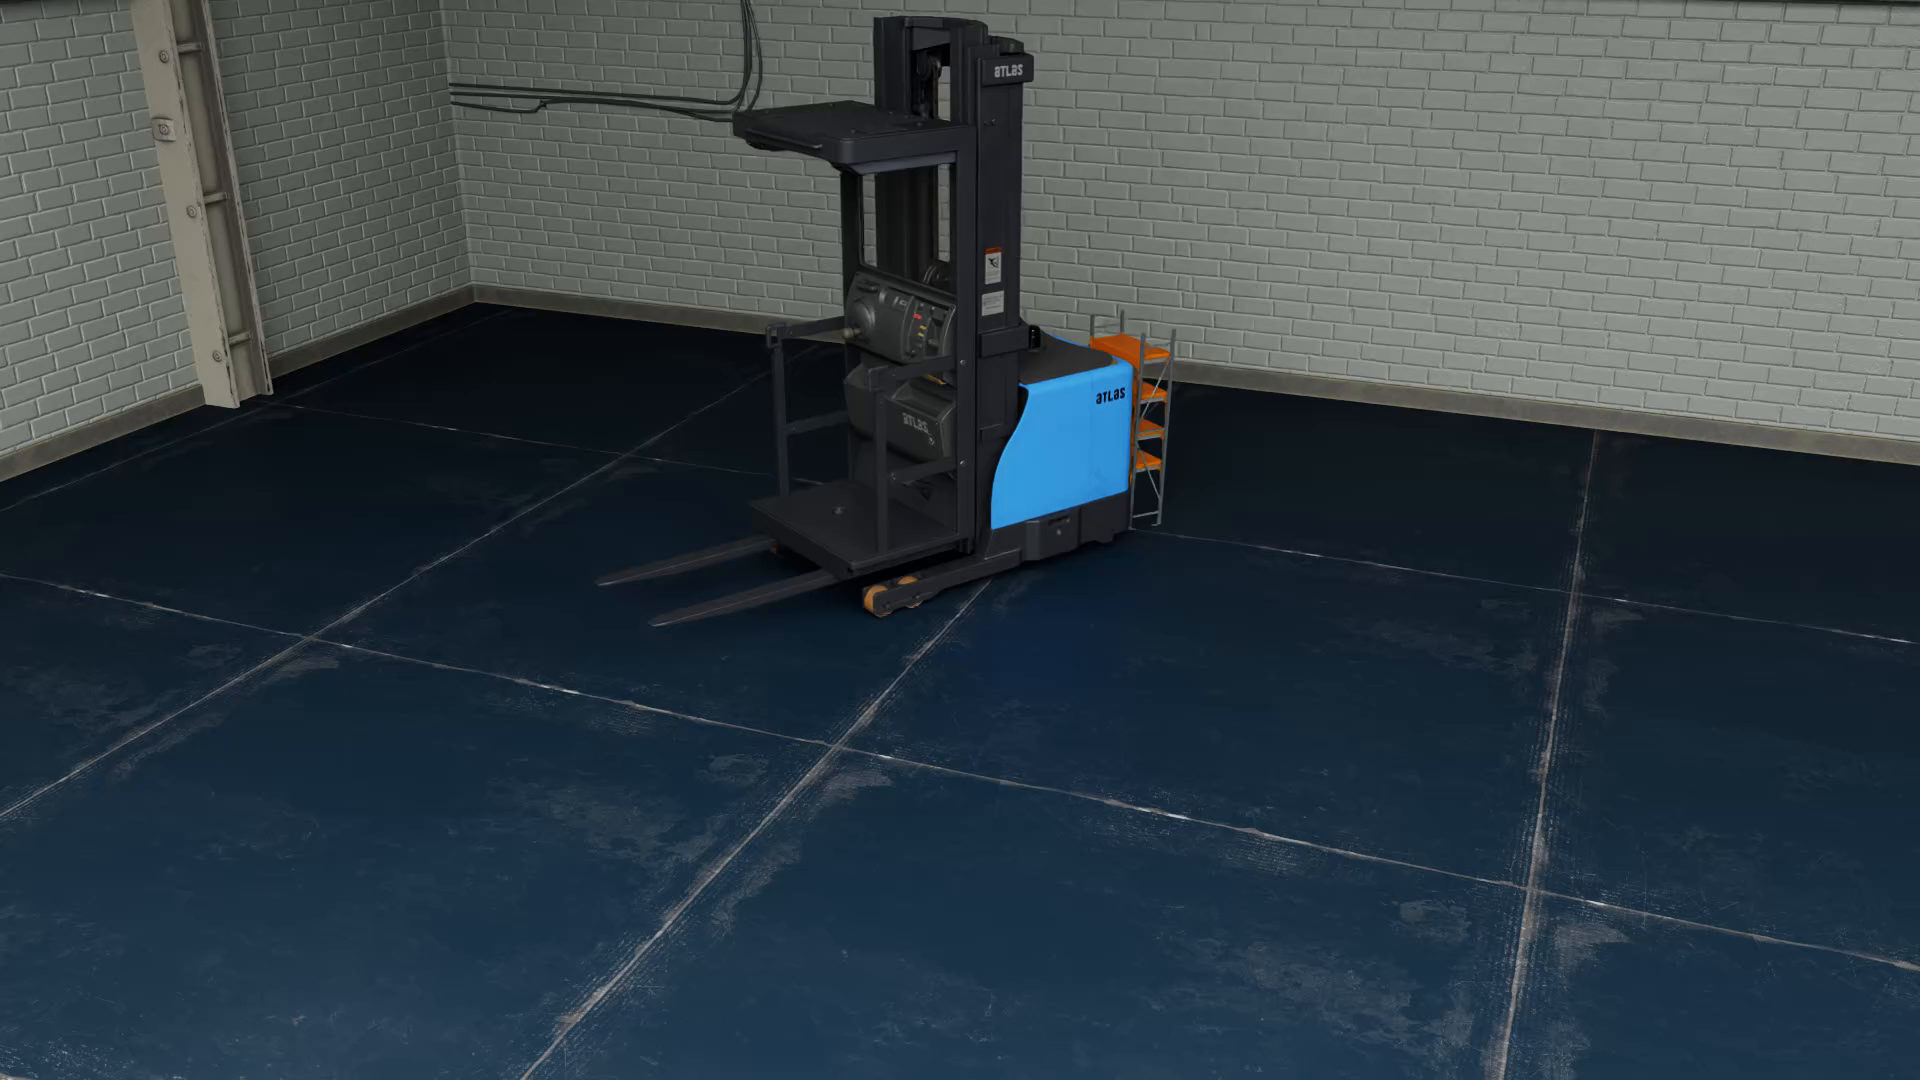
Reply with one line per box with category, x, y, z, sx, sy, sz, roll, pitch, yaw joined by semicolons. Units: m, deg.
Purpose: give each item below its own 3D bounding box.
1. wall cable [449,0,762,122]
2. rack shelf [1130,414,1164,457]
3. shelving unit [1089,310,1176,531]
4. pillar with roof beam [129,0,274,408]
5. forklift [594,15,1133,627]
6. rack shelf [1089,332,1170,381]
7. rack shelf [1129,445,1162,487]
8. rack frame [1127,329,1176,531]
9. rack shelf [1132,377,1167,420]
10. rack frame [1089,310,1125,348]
wall cable;-2.992;-4.629;13.185;3.097;2.526;0.112;9;24;20
rack shelf;0.986;-0.650;9.912;0.258;0.148;0.480;-11;25;-30
shelving unit;0.988;-0.713;9.887;0.258;1.200;0.503;-11;25;-30
pillar with roof beam;-1.317;-4.581;9.041;9.100;9.000;0.400;9;24;20
forklift;-0.492;-1.175;8.760;3.031;2.935;1.130;-16;27;-33
rack shelf;1.000;-1.078;9.742;0.258;0.148;0.480;-11;25;-30
rack shelf;0.980;-0.466;9.985;0.258;0.148;0.480;-11;25;-30
rack frame;1.116;-0.632;9.695;0.240;1.200;0.015;-11;25;-30
rack shelf;0.993;-0.858;9.829;0.258;0.148;0.480;-11;25;-30
rack frame;0.861;-0.793;10.079;0.240;1.200;0.015;-11;25;-30
